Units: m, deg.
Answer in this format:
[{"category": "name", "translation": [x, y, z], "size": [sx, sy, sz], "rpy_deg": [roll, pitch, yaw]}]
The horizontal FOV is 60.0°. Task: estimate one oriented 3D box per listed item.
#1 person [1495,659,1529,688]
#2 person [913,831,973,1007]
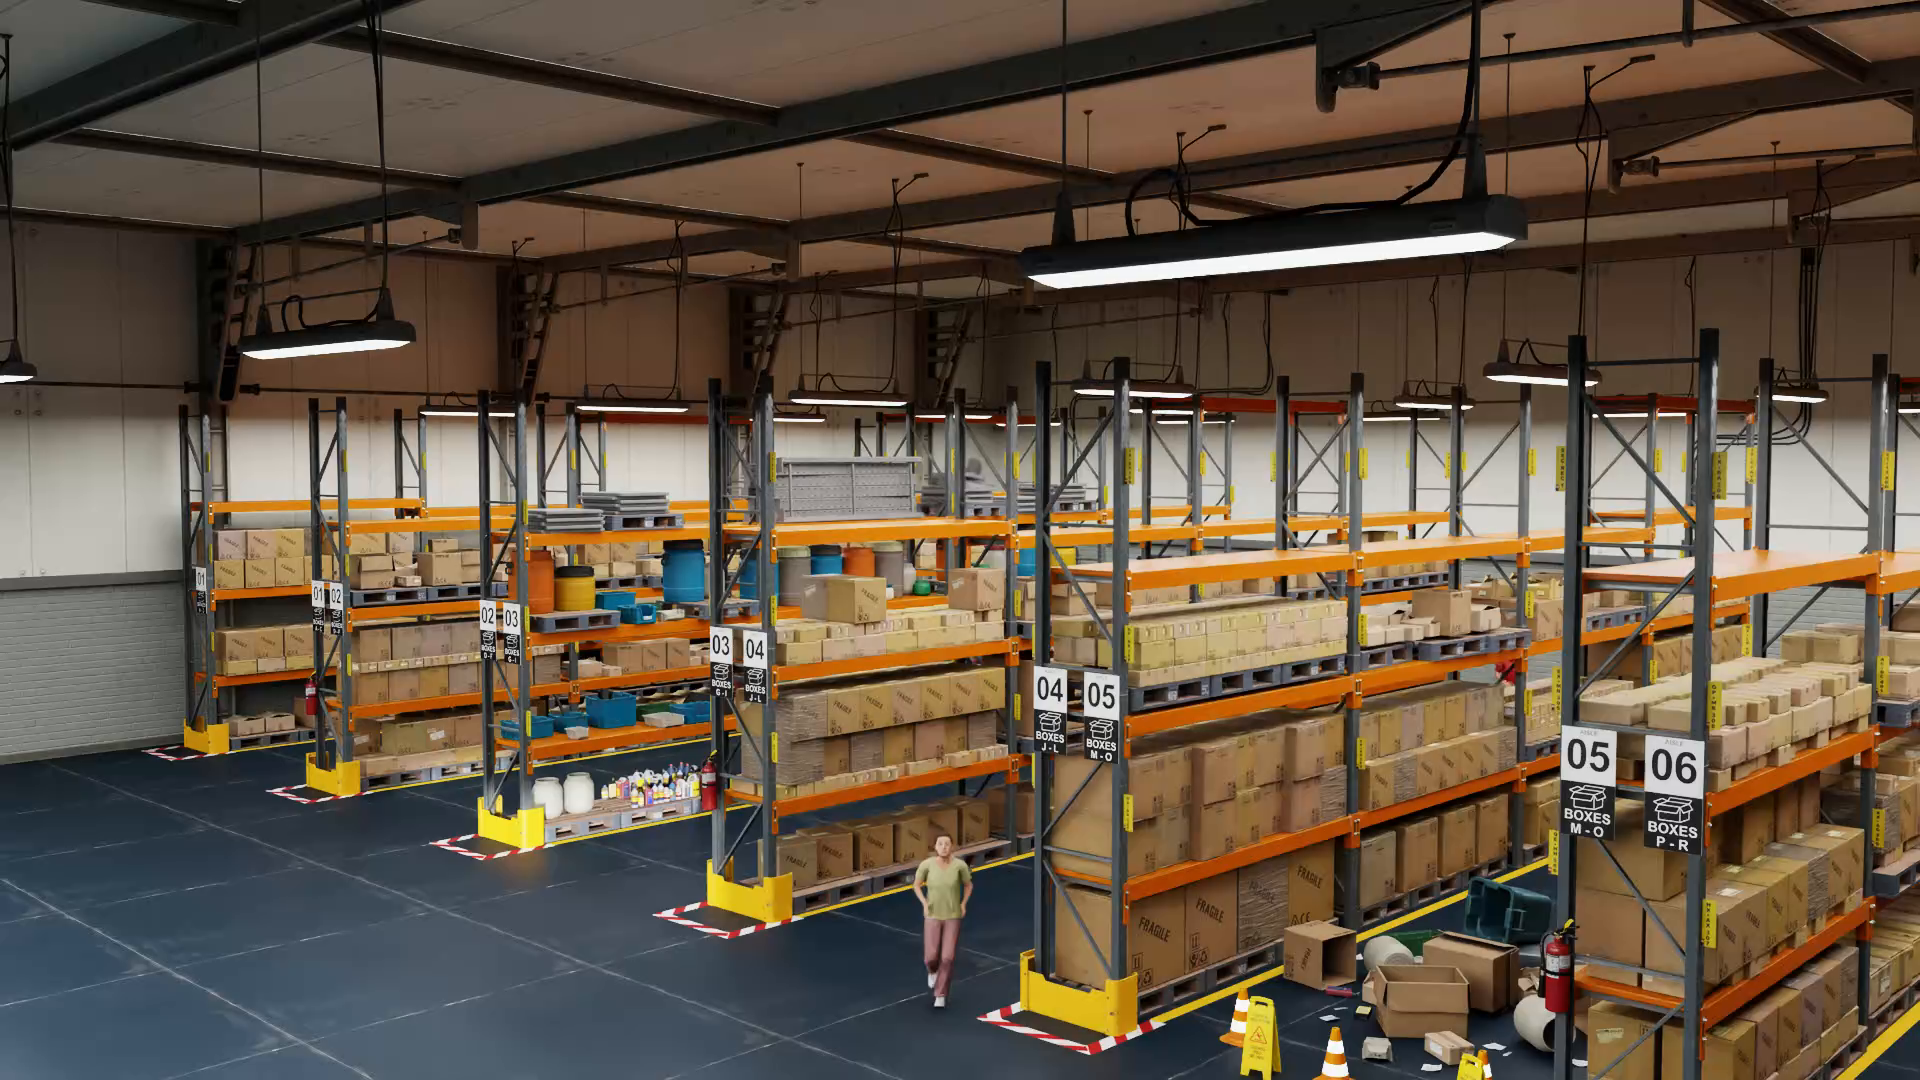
[{"category": "person", "translation": [10.057, 2.734, 30.192], "size": [0.676, 1.733, 0.651], "rpy_deg": [0, 3, 0]}, {"category": "person", "translation": [-0.156, 3.526, 15.604], "size": [0.565, 1.623, 0.544], "rpy_deg": [0, 3, -3]}]
